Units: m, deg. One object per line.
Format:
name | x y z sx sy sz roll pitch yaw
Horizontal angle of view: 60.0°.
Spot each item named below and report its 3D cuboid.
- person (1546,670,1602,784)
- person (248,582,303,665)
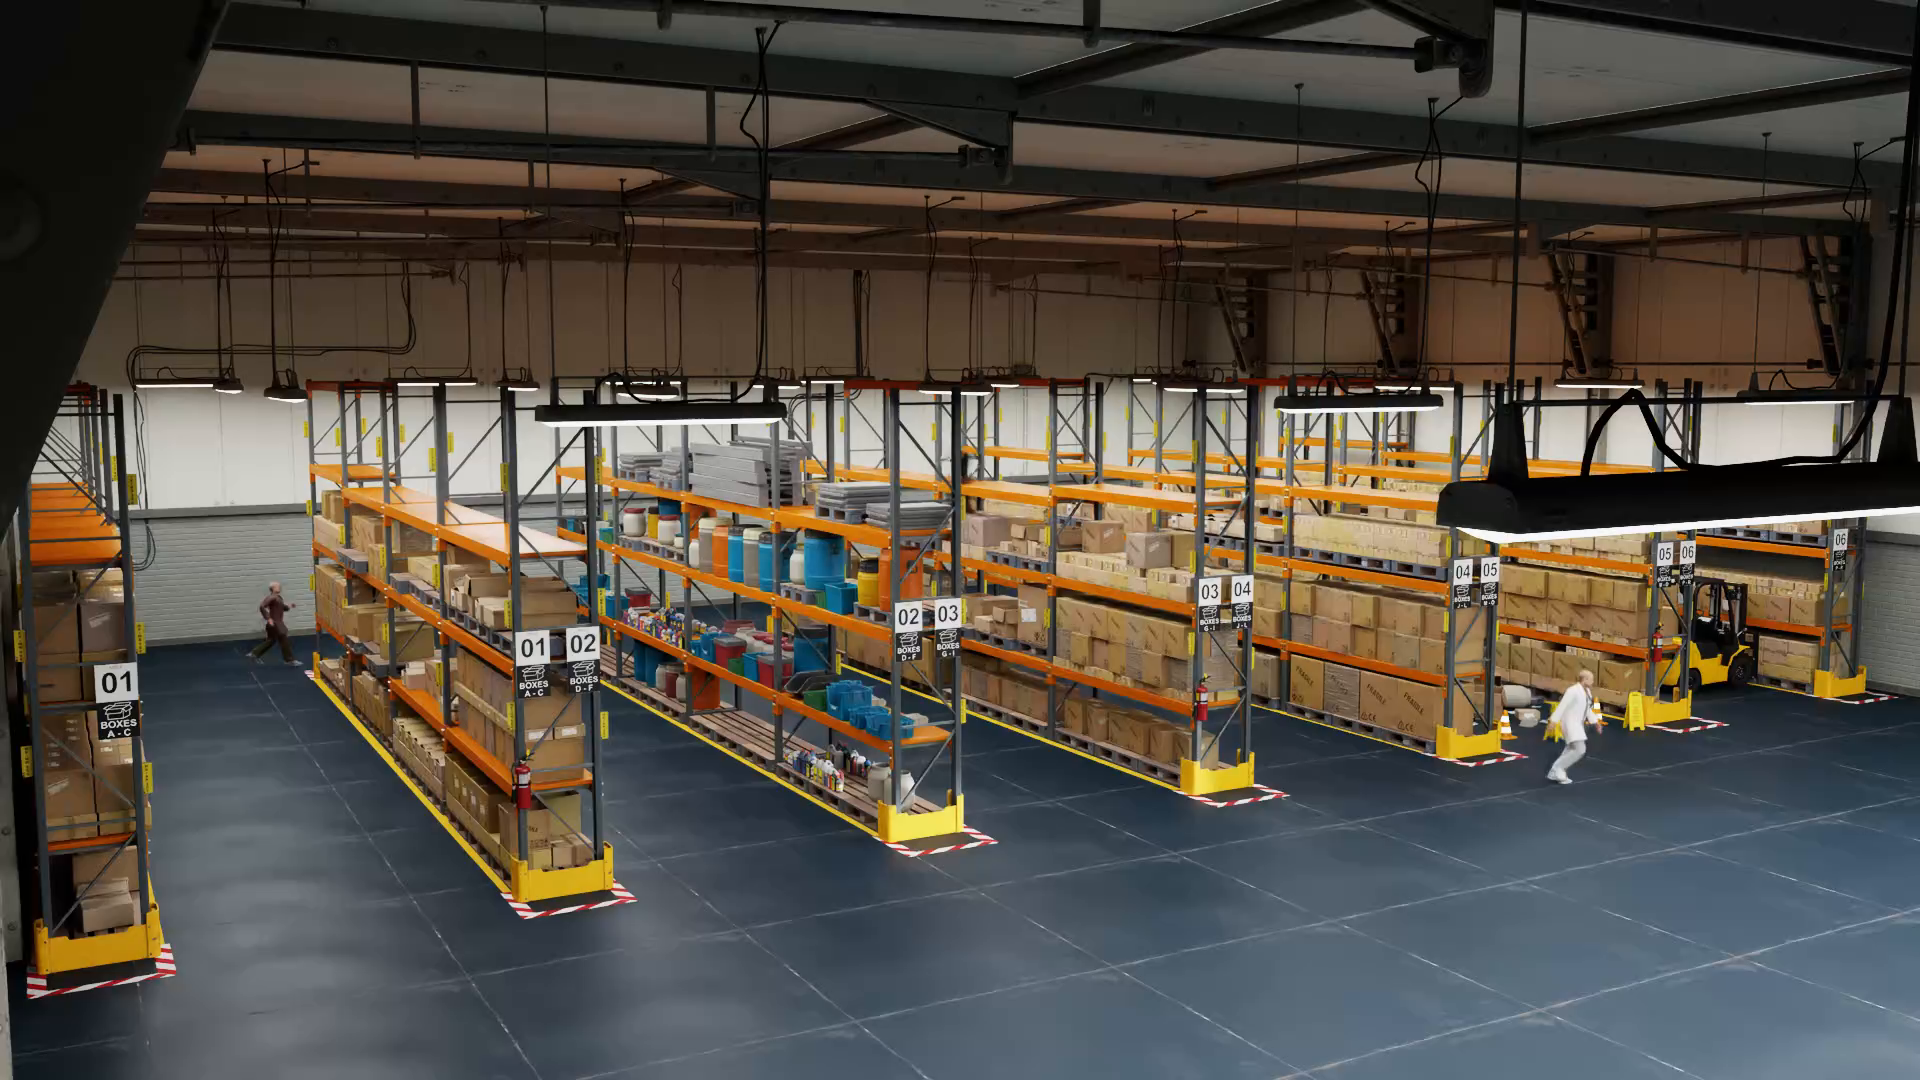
person | 9.250 2.811 25.036 0.707 1.738 0.689 4 8 36
person | -14.272 1.734 34.472 0.975 1.742 0.690 -2 7 -22
